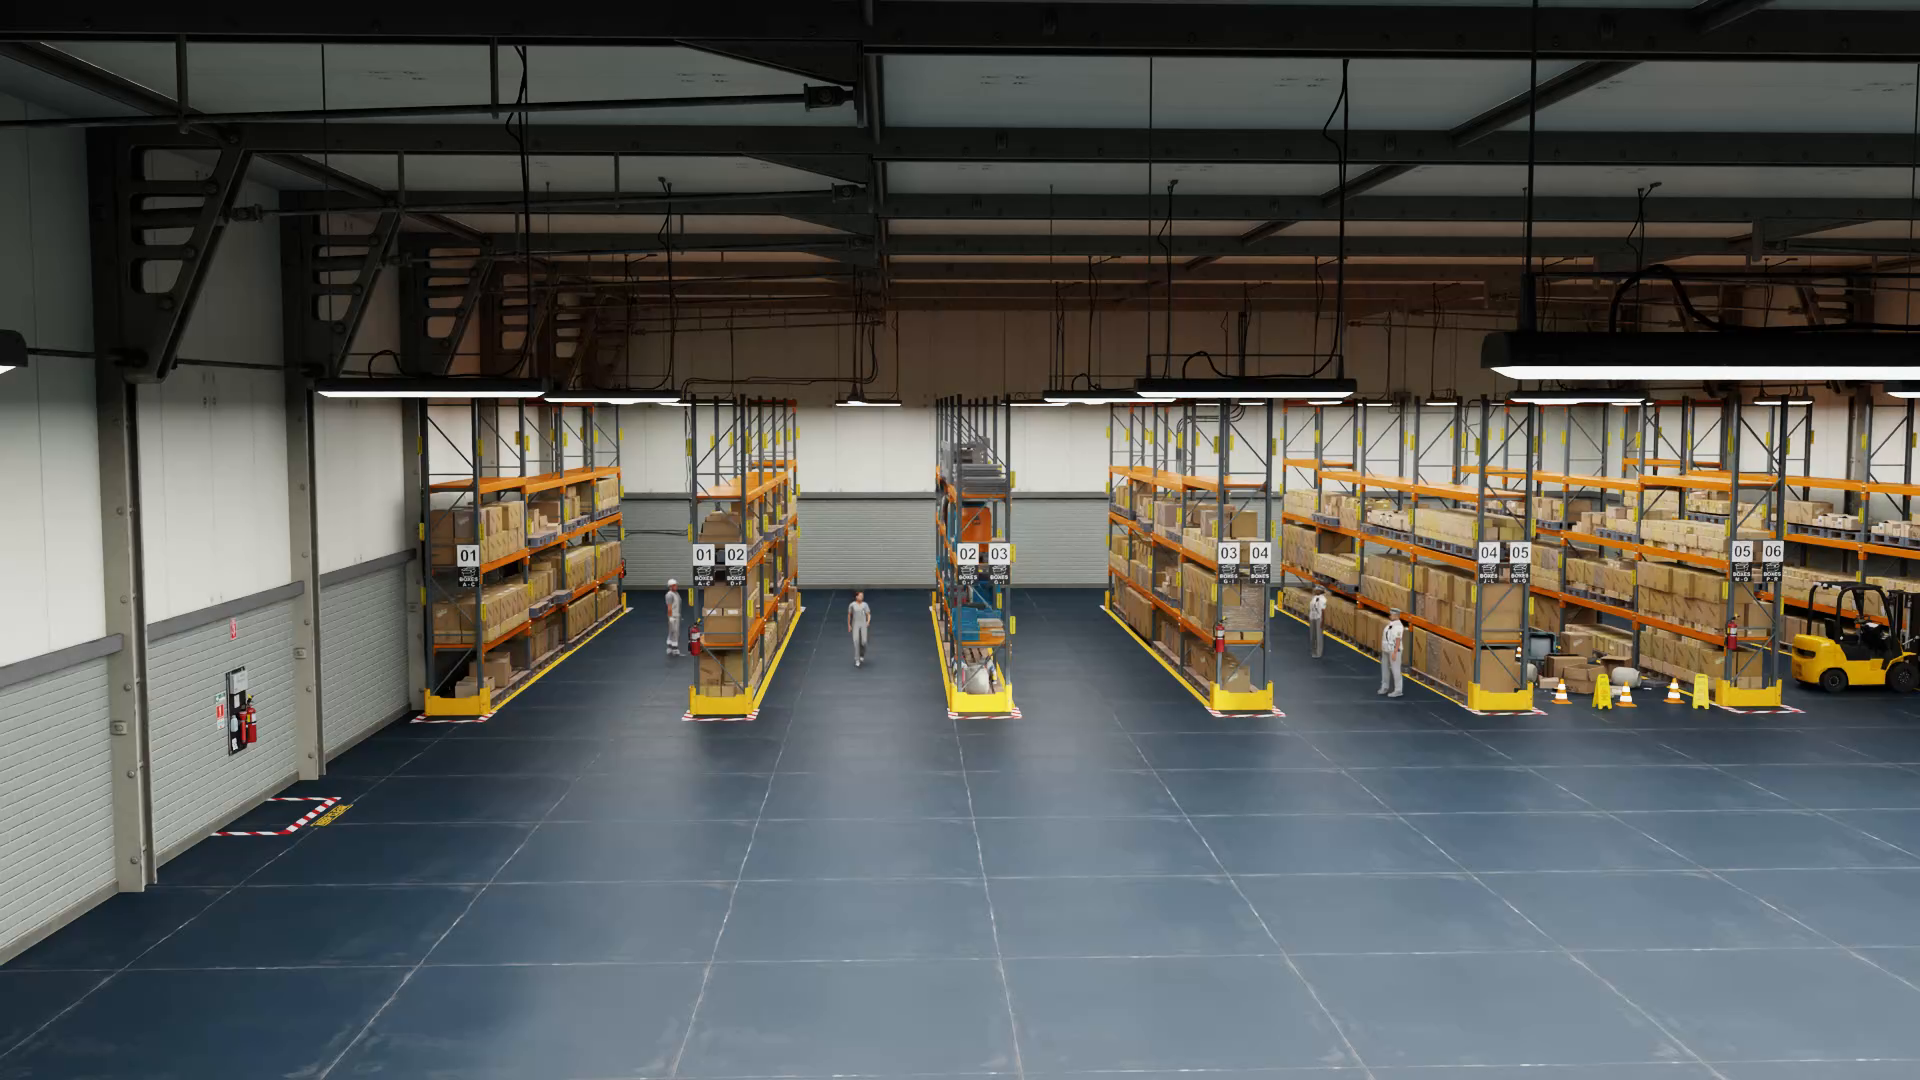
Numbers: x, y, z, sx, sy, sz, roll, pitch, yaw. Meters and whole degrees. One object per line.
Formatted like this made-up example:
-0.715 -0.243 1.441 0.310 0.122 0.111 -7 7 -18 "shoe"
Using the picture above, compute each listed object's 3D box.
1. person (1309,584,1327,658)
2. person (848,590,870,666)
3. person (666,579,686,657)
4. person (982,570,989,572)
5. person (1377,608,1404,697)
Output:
8.230 1.863 38.476 0.534 1.690 0.458 -4 6 -43 "person"
-2.250 1.995 37.393 0.507 1.696 0.701 -1 5 -11 "person"
-6.577 1.801 38.502 0.461 1.799 0.579 -1 5 -10 "person"
0.672 1.039 49.225 0.522 1.605 0.976 -2 5 -28 "person"
8.638 2.227 33.304 0.461 1.752 0.591 -2 5 -19 "person"
